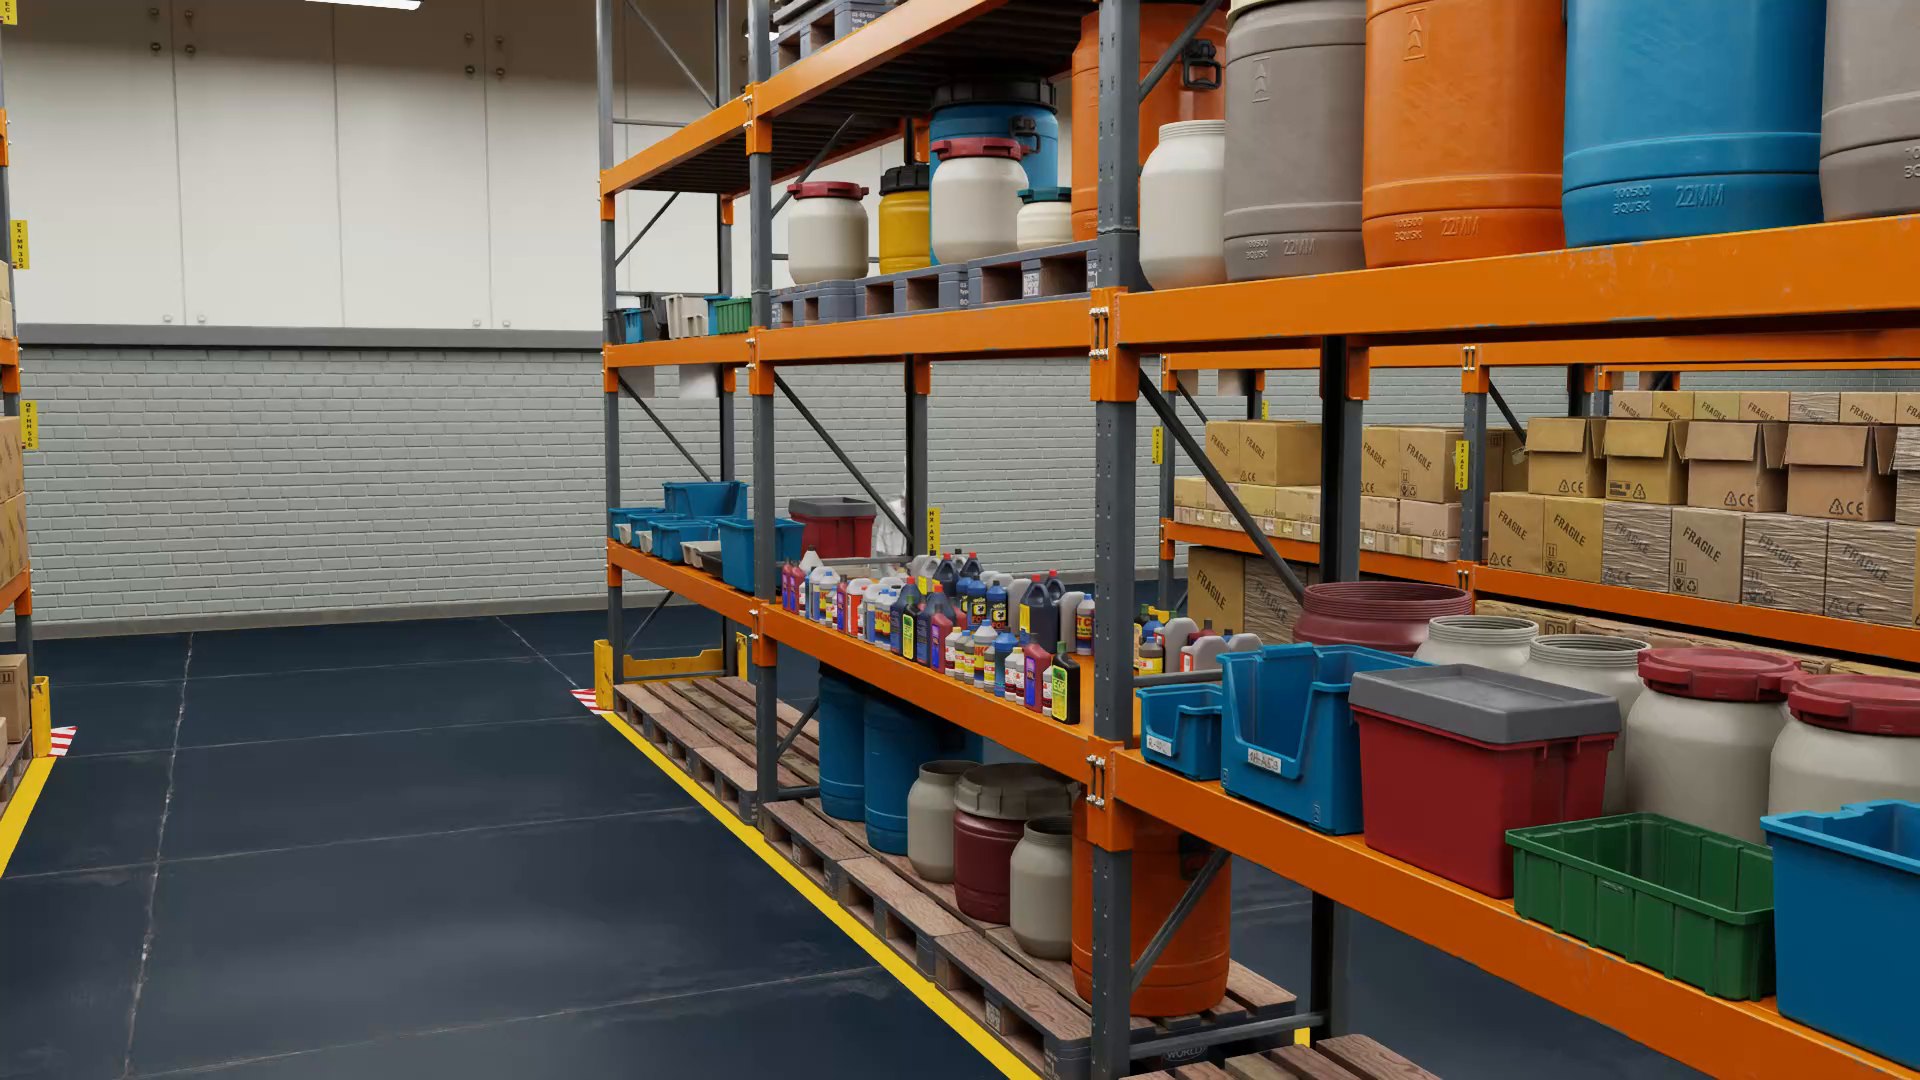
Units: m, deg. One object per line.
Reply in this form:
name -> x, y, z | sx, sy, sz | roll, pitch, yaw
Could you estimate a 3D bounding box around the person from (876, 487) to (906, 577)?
person -> -0.567, 0.133, 17.512 | 0.590, 1.506, 0.705 | -2, 6, -23
